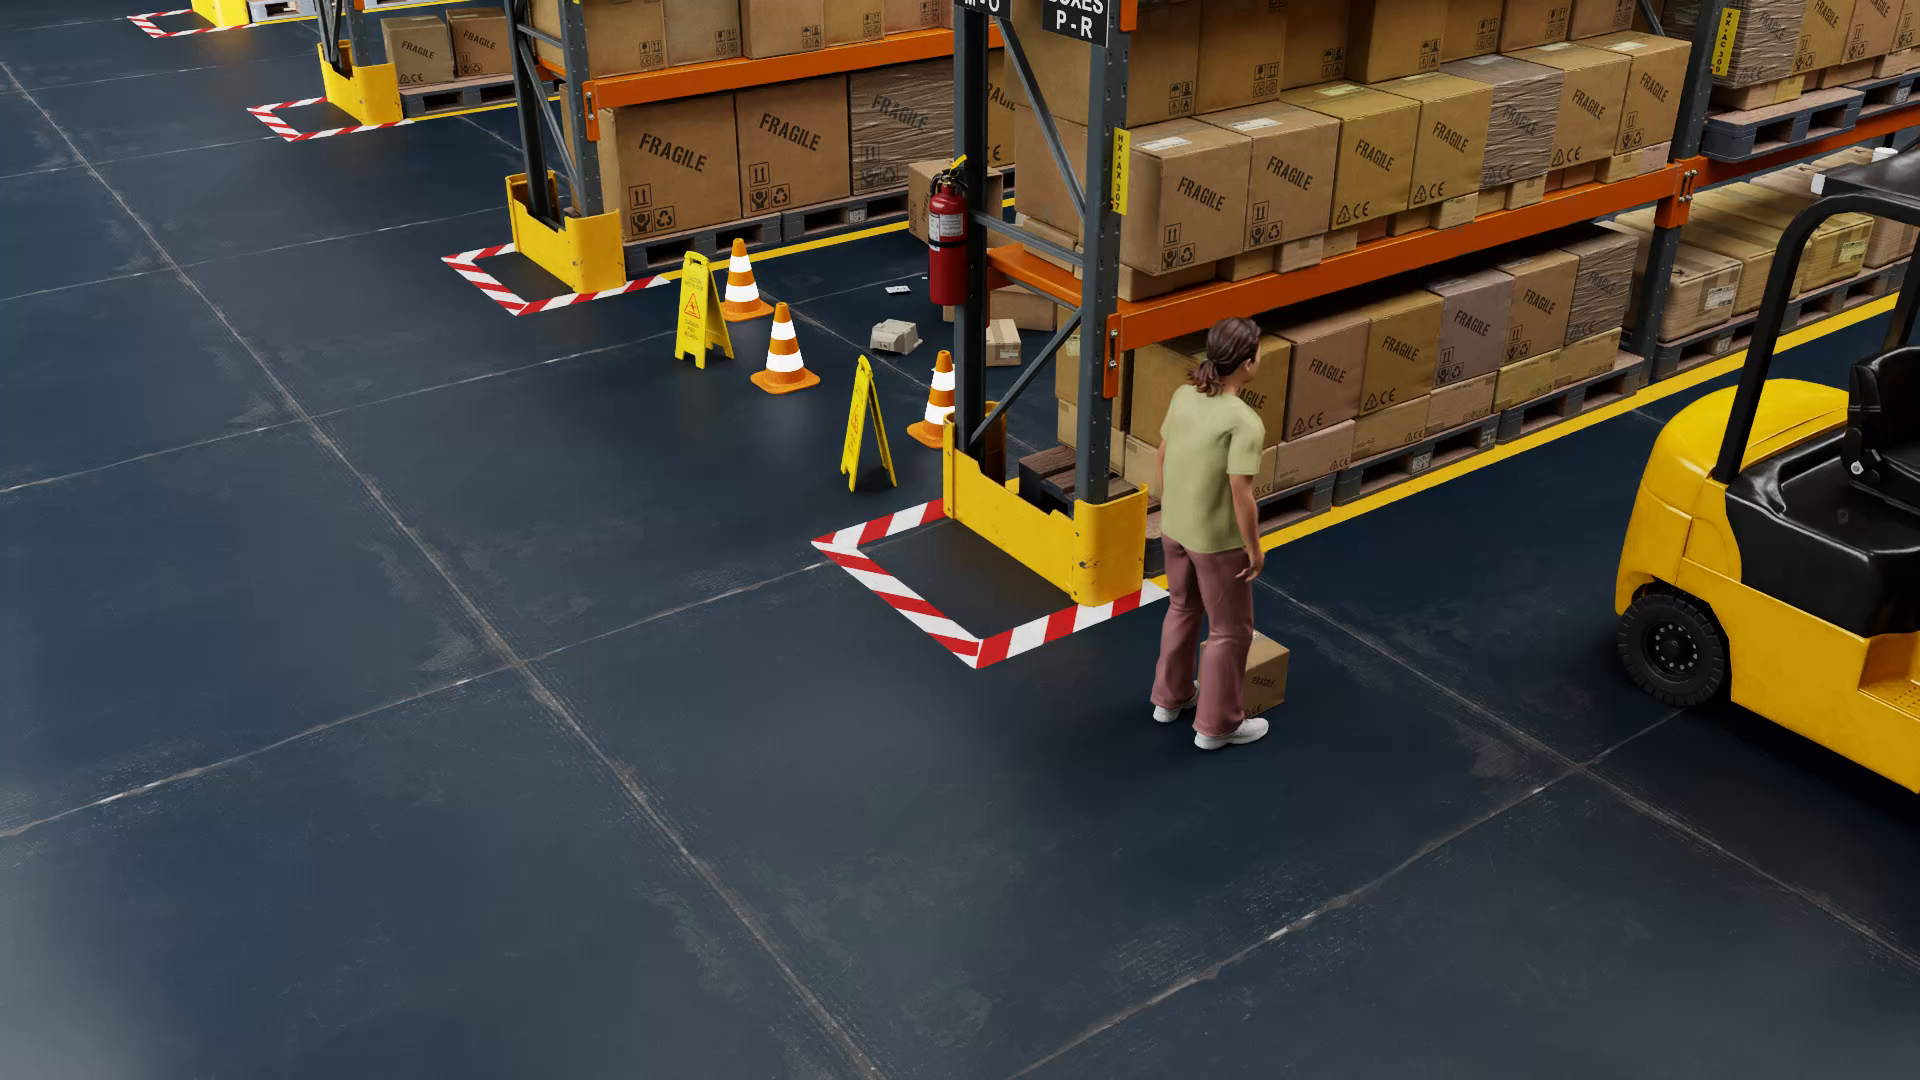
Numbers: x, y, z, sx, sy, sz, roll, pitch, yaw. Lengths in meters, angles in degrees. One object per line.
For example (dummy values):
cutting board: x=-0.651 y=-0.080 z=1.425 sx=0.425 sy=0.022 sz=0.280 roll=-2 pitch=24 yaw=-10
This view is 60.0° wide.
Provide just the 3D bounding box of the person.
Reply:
person: x=0.933 y=-0.021 z=6.164 sx=0.356 sy=1.673 sz=0.499 roll=-19 pitch=34 yaw=-30
